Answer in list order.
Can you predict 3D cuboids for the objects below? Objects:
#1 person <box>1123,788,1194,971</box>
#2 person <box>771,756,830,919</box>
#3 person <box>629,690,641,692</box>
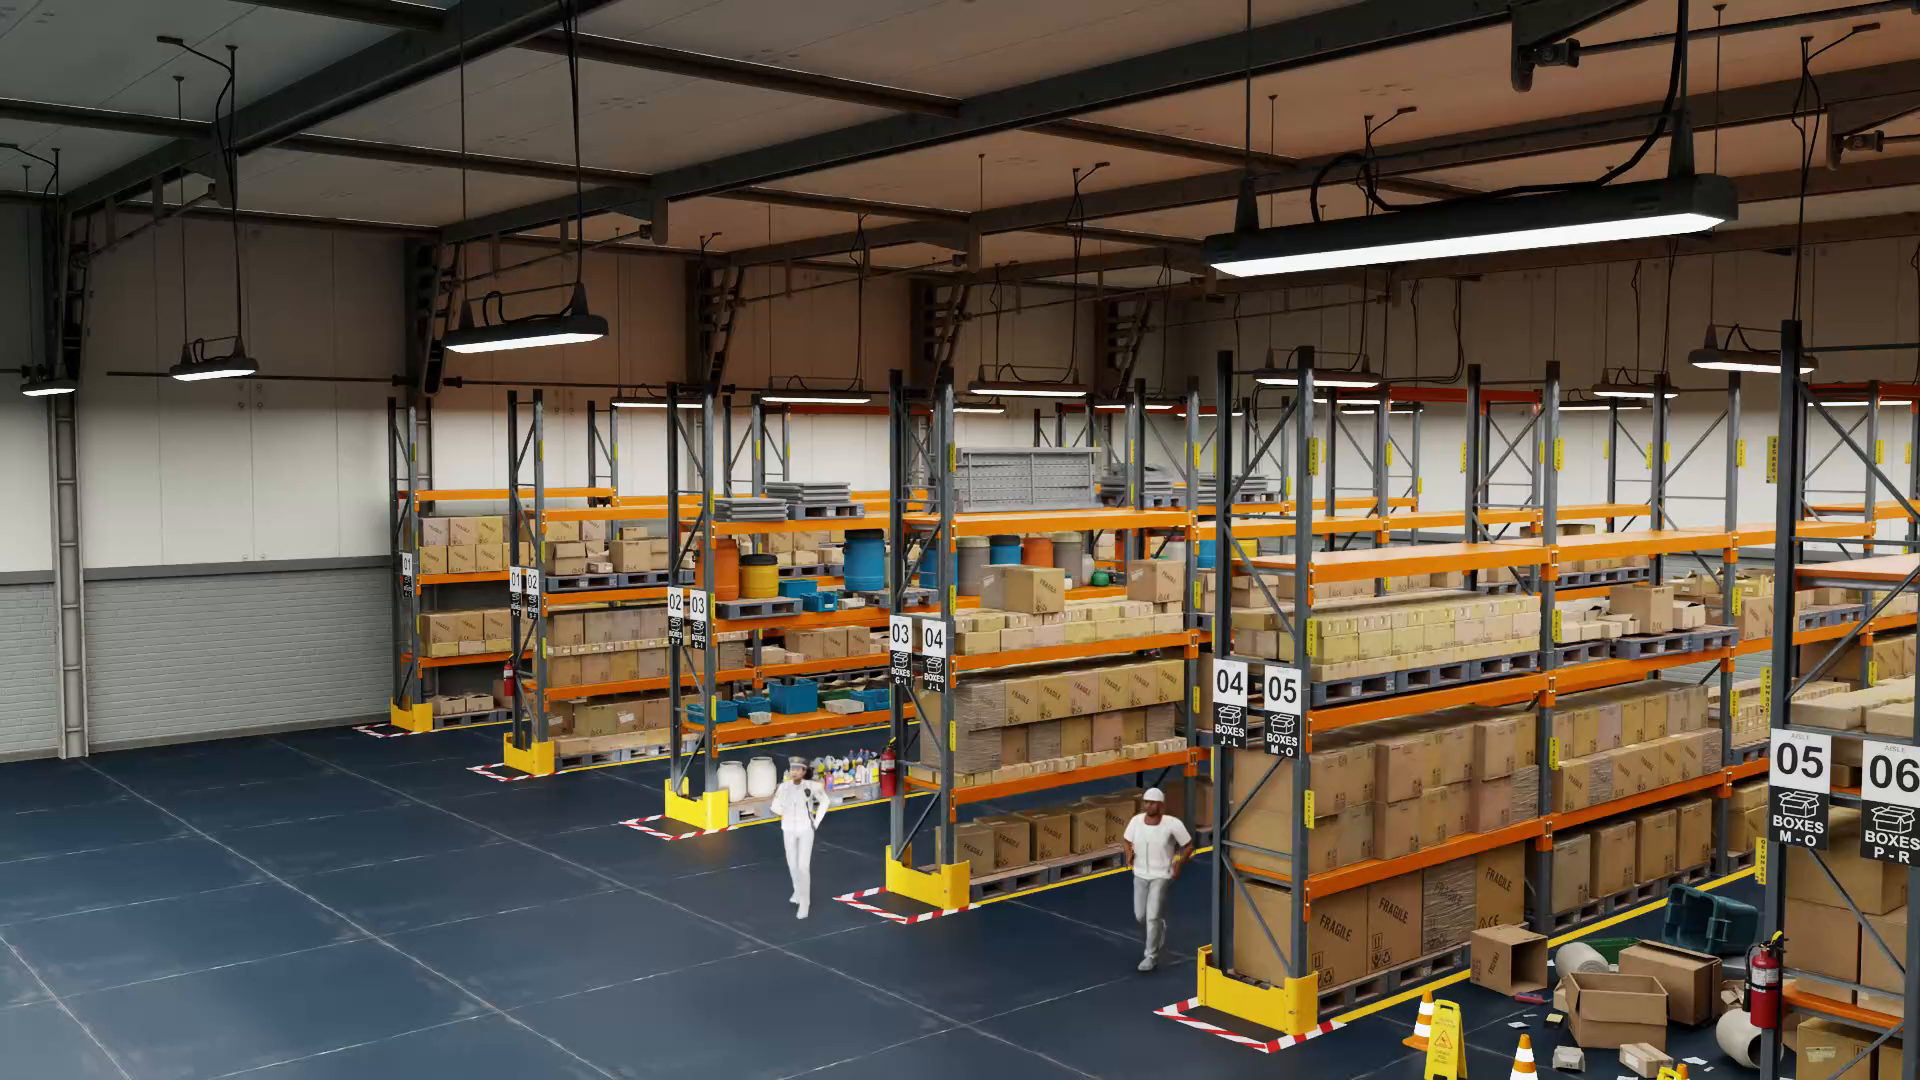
[{"bbox_3d":[1.926,3.324,16.508,0.730,1.747,0.758,2,4,31],"label":"person"},{"bbox_3d":[-1.780,3.255,18.349,0.610,1.781,0.667,1,3,12],"label":"person"},{"bbox_3d":[-5.728,2.682,29.359,0.536,1.555,0.651,2,4,36],"label":"person"}]
